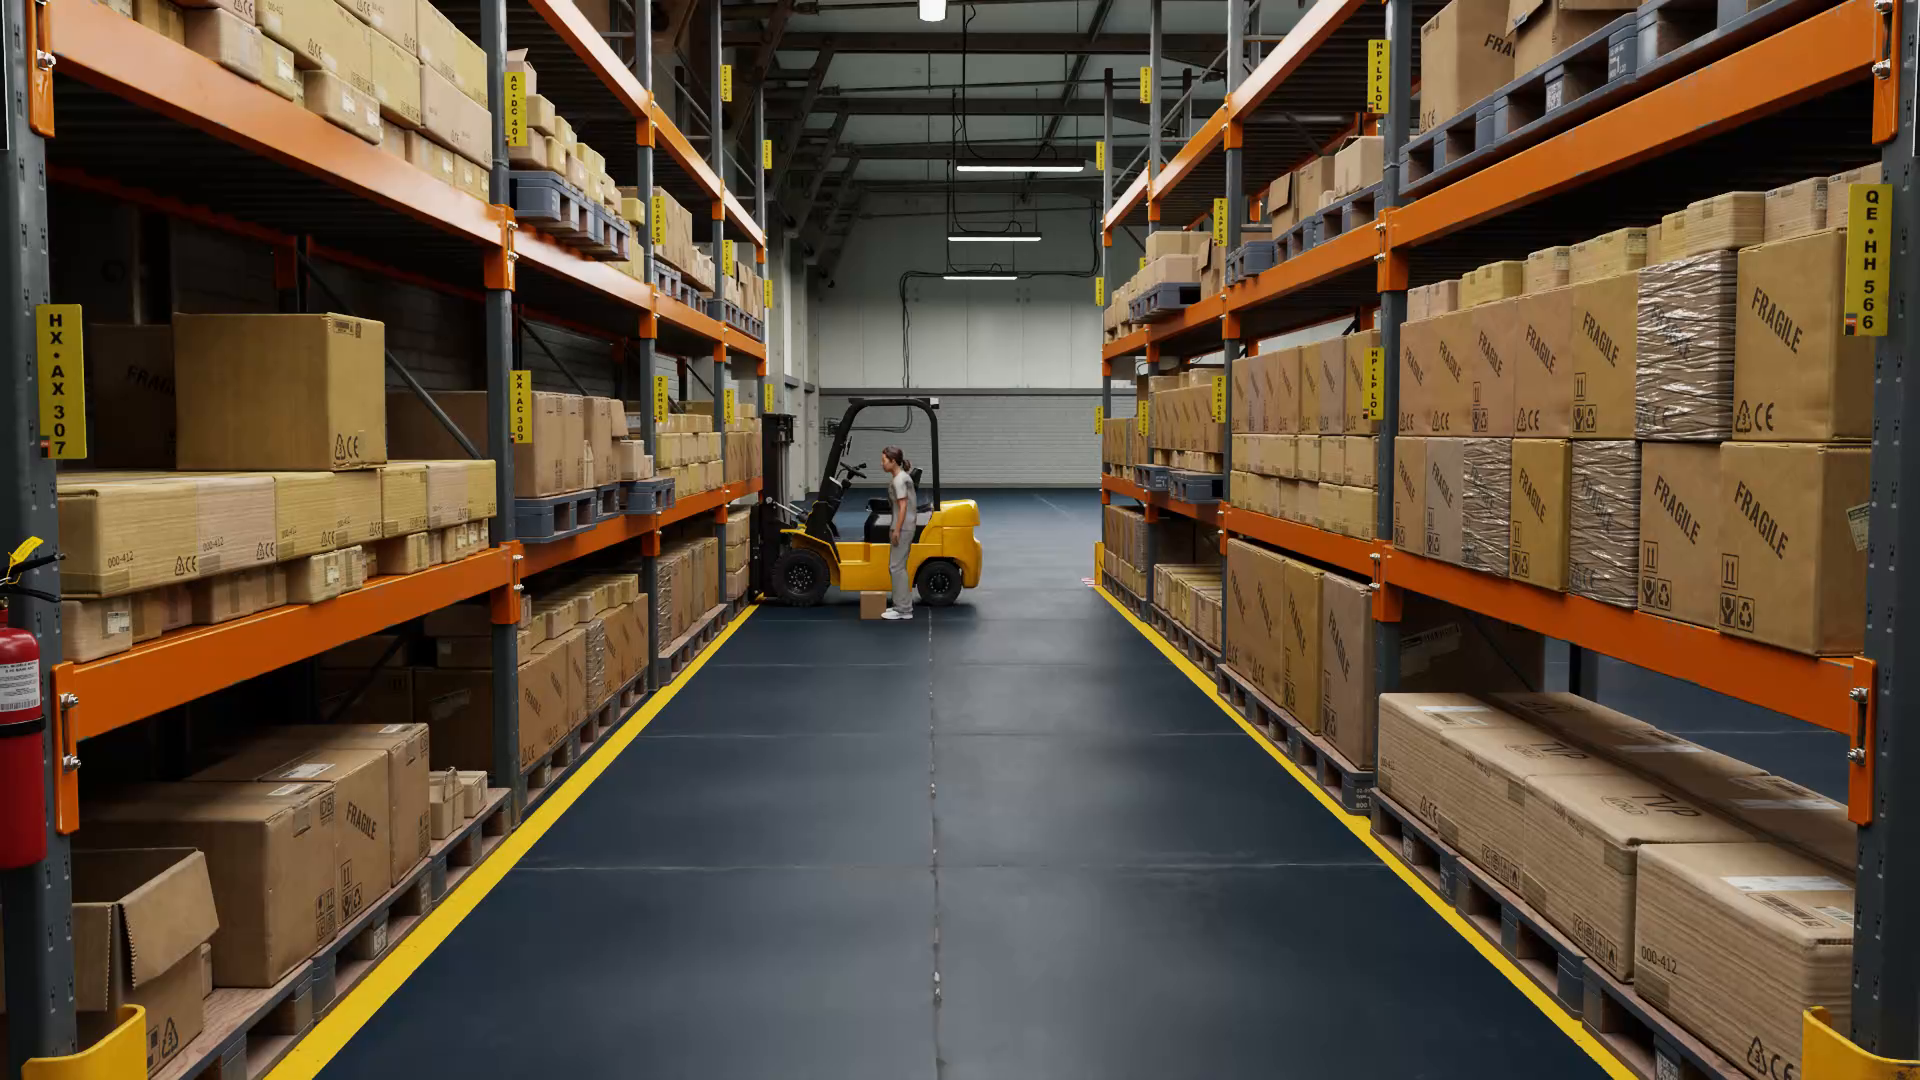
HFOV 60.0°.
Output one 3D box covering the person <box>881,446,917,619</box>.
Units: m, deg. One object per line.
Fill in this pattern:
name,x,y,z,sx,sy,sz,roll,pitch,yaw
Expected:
person,-0.592,-0.077,16.114,0.352,1.672,0.495,0,4,-2
